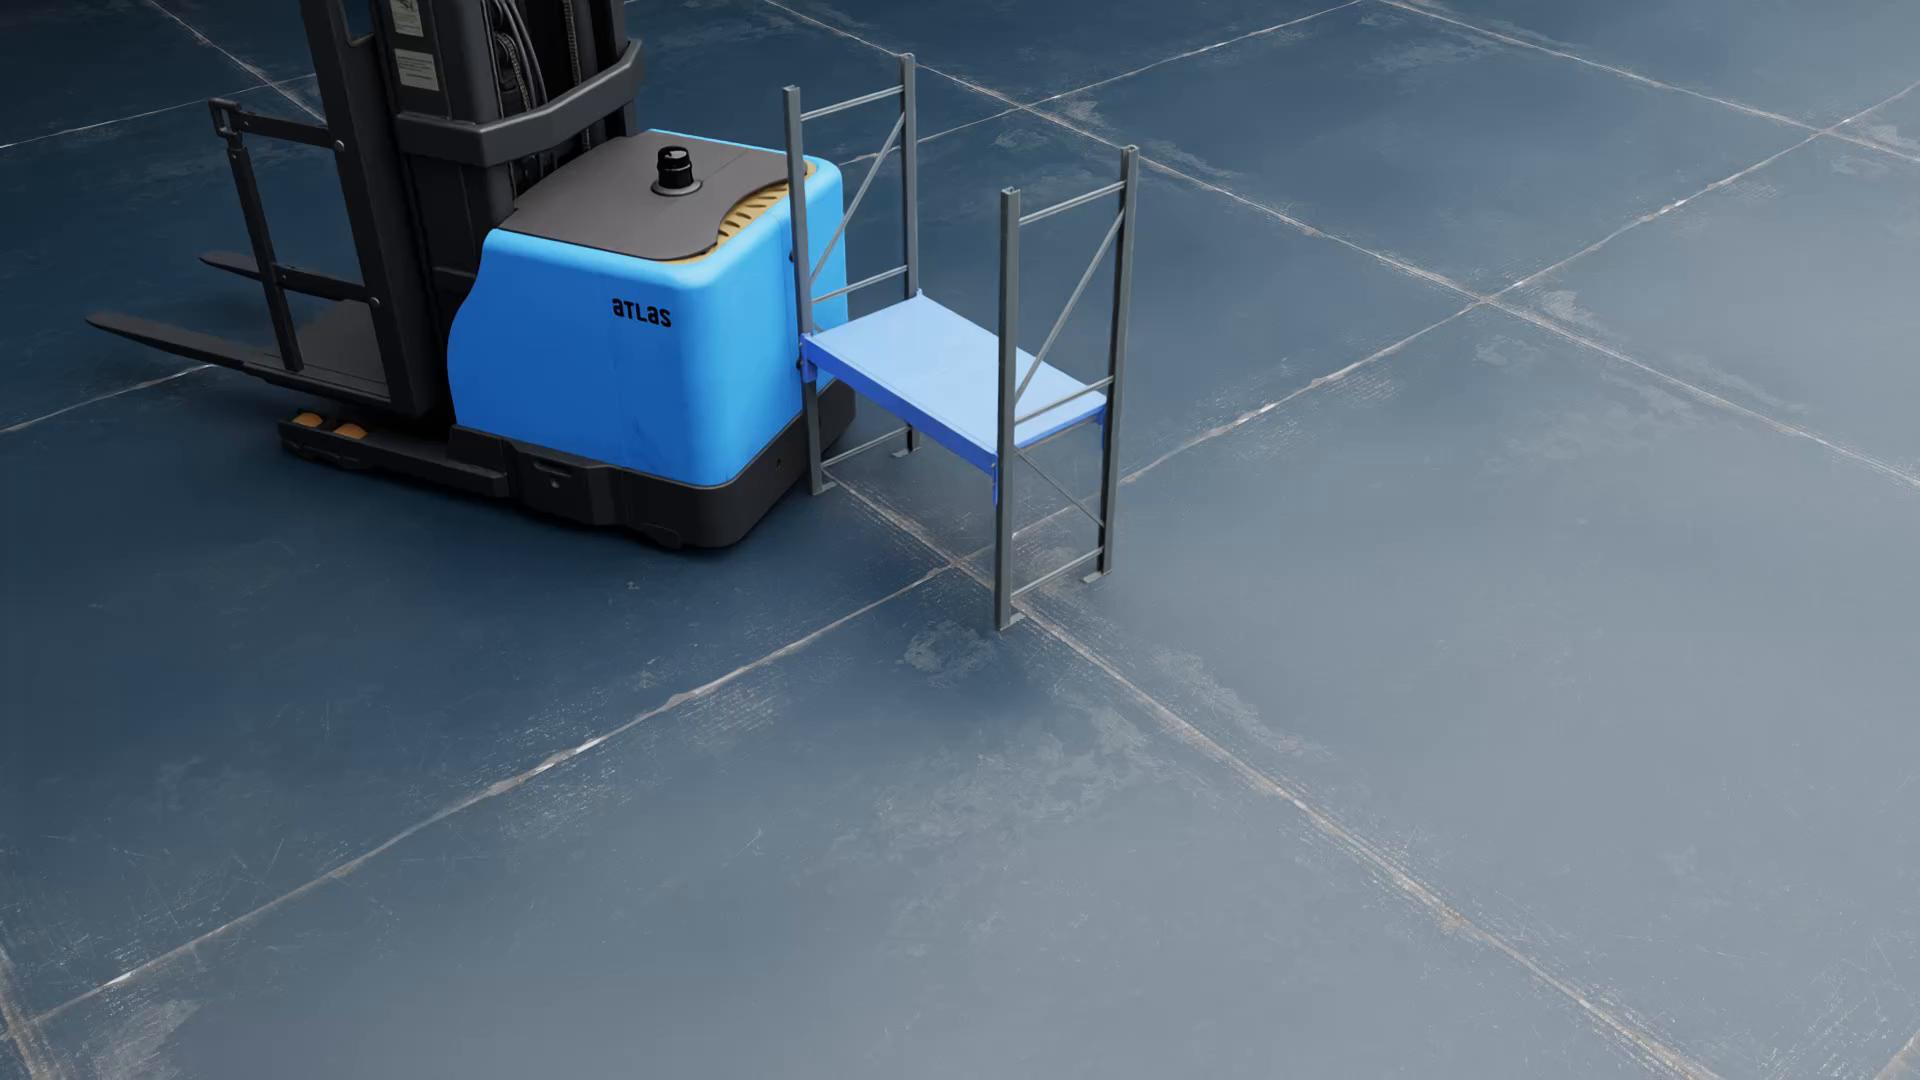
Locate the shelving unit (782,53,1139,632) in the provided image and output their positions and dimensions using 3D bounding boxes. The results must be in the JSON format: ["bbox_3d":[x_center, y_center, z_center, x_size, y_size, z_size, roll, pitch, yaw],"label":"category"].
[{"bbox_3d":[-0.018,-0.641,5.357,0.538,1.500,1.048,-26,43,-32],"label":"shelving unit"}]

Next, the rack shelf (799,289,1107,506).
[{"bbox_3d":[-0.018,-0.494,5.461,0.538,0.185,1.000,-26,43,-32],"label":"rack shelf"}]

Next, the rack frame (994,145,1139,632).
[{"bbox_3d":[0.310,-0.417,5.040,0.500,1.500,0.032,-26,43,-32],"label":"rack frame"}]

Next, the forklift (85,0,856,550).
[{"bbox_3d":[-1.957,-1.718,5.640,3.031,2.935,1.130,14,38,19],"label":"forklift"}]

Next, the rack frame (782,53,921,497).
[{"bbox_3d":[-0.346,-0.865,5.674,0.500,1.500,0.032,-26,43,-32],"label":"rack frame"}]
